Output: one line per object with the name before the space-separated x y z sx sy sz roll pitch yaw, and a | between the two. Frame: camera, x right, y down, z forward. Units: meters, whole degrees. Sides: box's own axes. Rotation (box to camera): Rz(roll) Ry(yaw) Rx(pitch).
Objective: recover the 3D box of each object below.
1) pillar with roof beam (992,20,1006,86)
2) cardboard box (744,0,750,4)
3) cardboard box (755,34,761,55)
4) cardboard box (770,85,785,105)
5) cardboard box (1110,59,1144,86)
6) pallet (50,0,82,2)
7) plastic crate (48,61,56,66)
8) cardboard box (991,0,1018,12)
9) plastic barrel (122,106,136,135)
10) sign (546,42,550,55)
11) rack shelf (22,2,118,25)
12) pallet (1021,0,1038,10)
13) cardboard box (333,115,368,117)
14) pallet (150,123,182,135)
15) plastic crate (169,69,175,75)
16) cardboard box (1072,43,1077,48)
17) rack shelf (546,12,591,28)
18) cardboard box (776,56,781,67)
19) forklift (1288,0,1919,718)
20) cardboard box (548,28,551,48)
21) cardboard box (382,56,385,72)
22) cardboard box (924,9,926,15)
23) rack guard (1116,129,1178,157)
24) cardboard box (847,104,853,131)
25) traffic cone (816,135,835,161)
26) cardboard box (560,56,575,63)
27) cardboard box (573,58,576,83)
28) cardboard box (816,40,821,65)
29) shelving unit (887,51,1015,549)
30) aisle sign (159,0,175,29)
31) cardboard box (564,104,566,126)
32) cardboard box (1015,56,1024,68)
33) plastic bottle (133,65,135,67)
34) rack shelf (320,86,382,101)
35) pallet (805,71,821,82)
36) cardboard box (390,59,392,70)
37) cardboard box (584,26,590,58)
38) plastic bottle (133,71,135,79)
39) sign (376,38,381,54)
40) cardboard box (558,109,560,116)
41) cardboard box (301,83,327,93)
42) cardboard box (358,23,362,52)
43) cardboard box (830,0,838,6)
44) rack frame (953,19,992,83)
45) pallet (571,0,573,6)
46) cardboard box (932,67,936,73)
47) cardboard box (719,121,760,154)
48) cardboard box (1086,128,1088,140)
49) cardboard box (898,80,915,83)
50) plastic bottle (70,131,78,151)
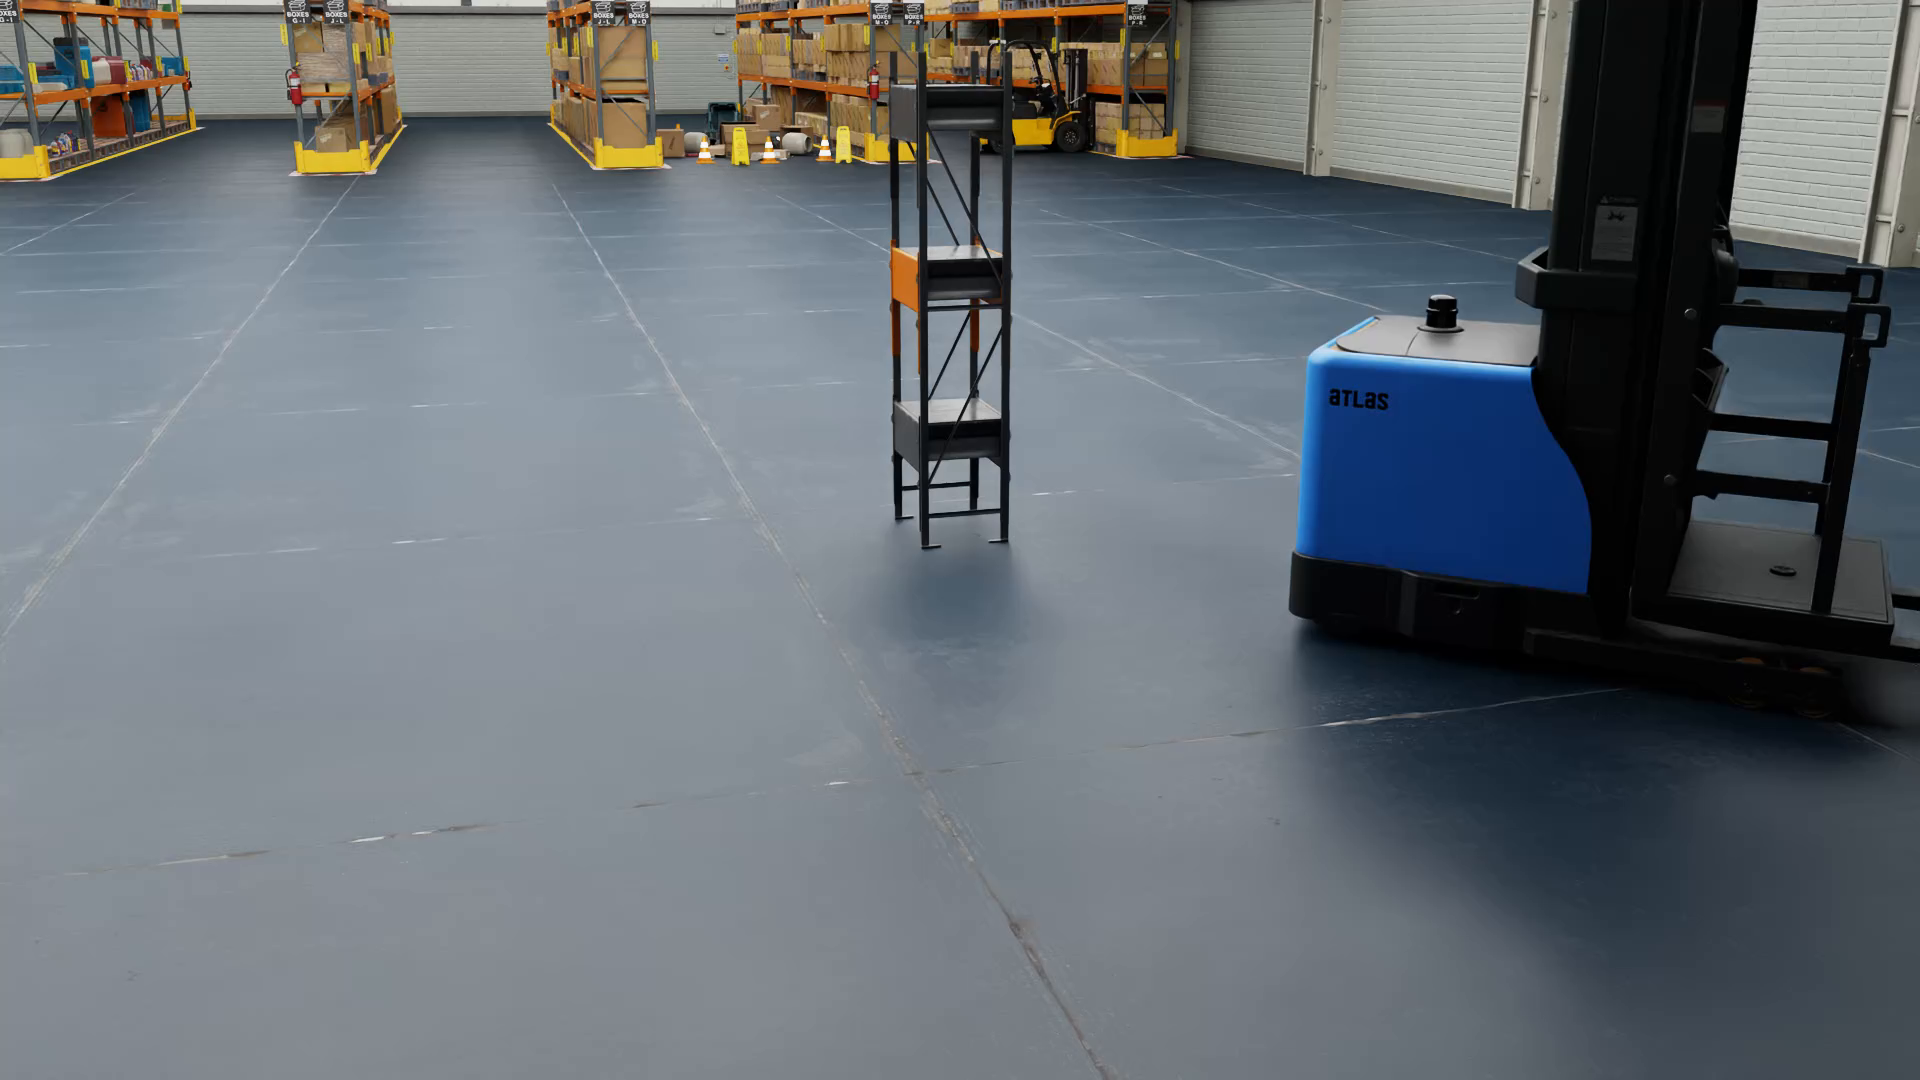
pillar with roof beam | -3.145 -15.018 41.806 9.100 9.000 0.400 -5 17 -15
cardboard box | -5.474 -14.180 43.765 0.380 0.149 0.250 -4 17 -13
cardboard box | -4.847 -12.463 41.818 0.500 0.500 0.500 -5 17 -16
cardboard box | -4.205 -10.846 41.309 0.875 0.875 0.875 -4 17 -14
cardboard box | 3.229 -9.065 32.243 0.500 0.500 0.500 -5 17 -16
pallet | -16.252 -9.594 29.292 1.213 0.211 1.003 -5 17 -15
plastic crate | -17.494 -9.106 32.441 0.402 0.464 0.583 -5 17 -15
cardboard box | 1.044 -12.602 39.239 0.500 0.250 0.500 -5 18 -17
plastic barrel | -18.105 -9.039 35.791 0.600 0.588 0.708 -5 17 -15
sign | -10.805 -12.887 43.634 0.100 0.325 0.005 -5 17 -15
rack shelf | -17.094 -10.085 31.849 1.077 0.370 4.000 -5 17 -15
pallet | 2.001 -11.971 37.206 1.003 0.211 1.213 -4 17 -13
cardboard box | -12.043 -8.150 32.950 0.700 0.500 0.500 -5 17 -16
pallet | -19.321 -9.856 39.896 1.003 0.211 1.213 -5 17 -15
plastic crate | -19.444 -11.450 40.711 0.396 0.136 0.243 -5 17 -15
cardboard box | 2.530 -10.183 34.321 0.380 0.149 0.250 -4 17 -14
rack shelf | -9.734 -13.054 41.732 1.077 0.370 4.000 -5 17 -15
cardboard box | -4.035 -11.284 39.197 0.500 0.250 0.500 -5 17 -17
forklift | 2.799 -0.990 5.652 3.031 2.935 1.130 8 19 26
cardboard box | -10.415 -13.039 43.217 0.500 0.500 0.500 -5 17 -16
cardboard box | -13.310 -10.703 37.696 0.500 0.500 0.500 -5 17 -16
cardboard box | -0.795 -14.318 45.125 0.380 0.149 0.250 -4 17 -14
rack guard | 3.624 -7.698 32.211 1.175 0.500 0.348 -5 17 -15
cardboard box | -1.904 -8.237 32.406 0.500 0.500 0.500 -5 17 -17
traffic cone | -2.513 -7.311 30.985 0.336 0.463 0.334 -5 17 -15
cardboard box | -8.658 -10.626 36.803 0.380 0.149 0.250 -4 17 -14
cardboard box | -7.664 -9.646 34.178 0.500 0.500 0.500 -5 17 -15
cardboard box | -2.739 -10.253 34.951 0.500 0.500 0.500 -5 17 -15
shelving unit | -0.045 -1.051 7.302 0.431 2.100 0.503 -5 17 -15
aisle sign | -19.580 -13.047 41.155 0.394 0.787 0.004 -5 17 -15
cardboard box | -9.089 -10.041 39.280 0.500 0.500 0.500 -4 17 -13
cardboard box | 1.569 -10.856 37.769 0.500 0.250 0.500 -5 17 -17
plastic bottle | -18.263 -10.338 36.741 0.144 0.351 0.185 -5 17 -15
rack shelf | -12.332 -9.040 33.584 1.077 0.370 4.000 -5 17 -15
pallet | -2.770 -10.085 36.146 1.003 0.211 1.213 -5 17 -15
cardboard box | -14.413 -11.827 41.356 0.500 0.250 0.500 -5 18 -17
cardboard box | -6.485 -9.231 30.830 0.875 0.550 0.500 -5 17 -15
plastic bottle | -17.775 -9.984 35.698 0.097 0.271 0.097 0 17 0
sign | -12.362 -10.500 35.319 0.100 0.325 0.005 -5 17 -15
cardboard box | -9.753 -10.595 41.219 0.380 0.149 0.250 -5 18 -17
cardboard box | -10.960 -7.667 28.200 0.380 0.149 0.250 -5 17 -15
cardboard box | -10.985 -8.983 29.714 0.500 0.500 0.500 -5 17 -15
cardboard box | -2.388 -10.749 33.244 0.380 0.149 0.250 -5 17 -15
rack frame | 0.319 -12.221 42.924 1.000 3.000 0.127 -5 17 -15
pallet | -7.546 -11.165 34.522 1.003 0.211 1.213 -4 17 -13
cardboard box | -0.555 -12.663 44.832 0.380 0.149 0.250 -4 17 -14
cardboard box | -4.336 -7.922 32.713 0.797 0.637 0.503 -5 17 -15
cardboard box | 2.764 -8.311 33.954 0.500 0.250 0.500 -4 17 -13
cardboard box | -1.049 -8.499 30.967 0.380 0.149 0.250 -5 17 -15
plastic bottle | -16.090 -7.227 30.136 0.144 0.351 0.185 -5 17 -17
